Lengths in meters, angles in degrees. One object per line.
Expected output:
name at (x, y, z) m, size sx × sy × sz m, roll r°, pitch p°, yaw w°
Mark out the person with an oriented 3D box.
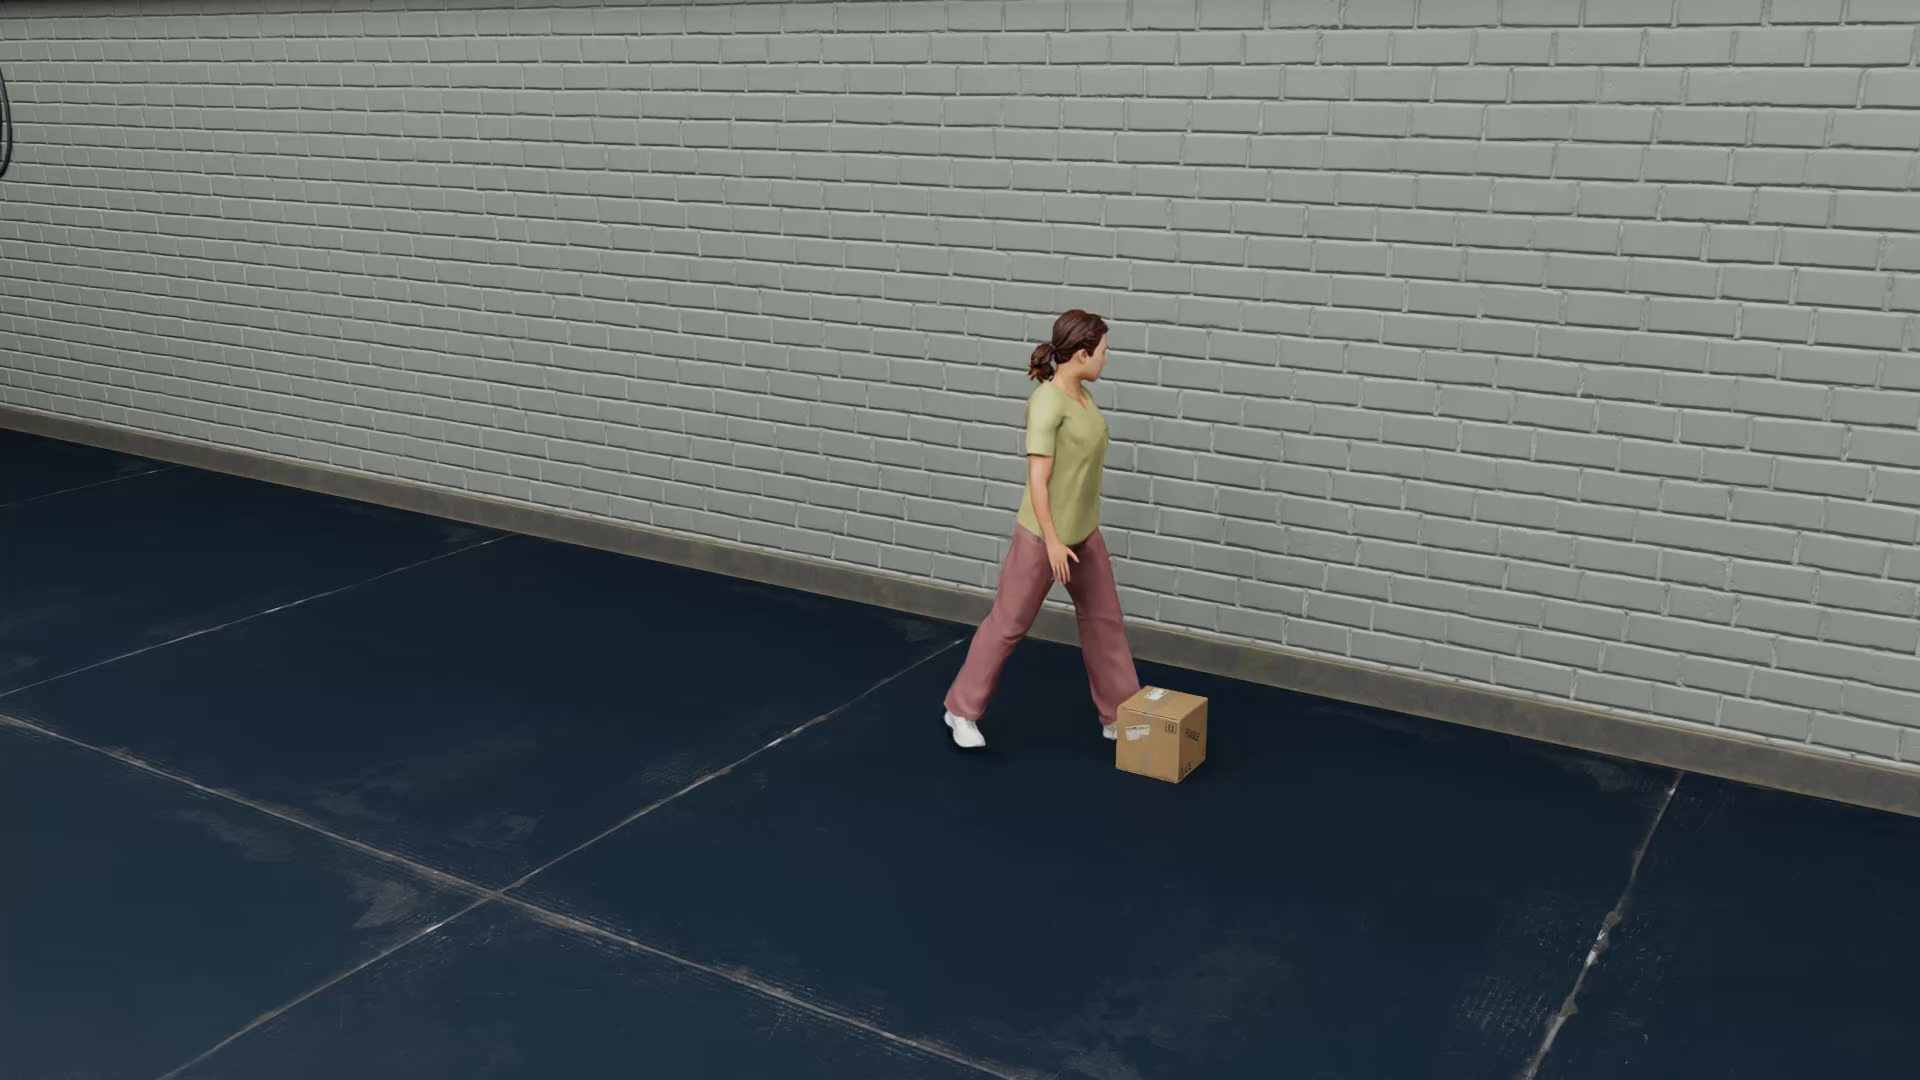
person at (0.357, -0.017, 6.125) m, size 0.831 × 1.655 × 0.583 m, roll 9°, pitch 19°, yaw 29°
